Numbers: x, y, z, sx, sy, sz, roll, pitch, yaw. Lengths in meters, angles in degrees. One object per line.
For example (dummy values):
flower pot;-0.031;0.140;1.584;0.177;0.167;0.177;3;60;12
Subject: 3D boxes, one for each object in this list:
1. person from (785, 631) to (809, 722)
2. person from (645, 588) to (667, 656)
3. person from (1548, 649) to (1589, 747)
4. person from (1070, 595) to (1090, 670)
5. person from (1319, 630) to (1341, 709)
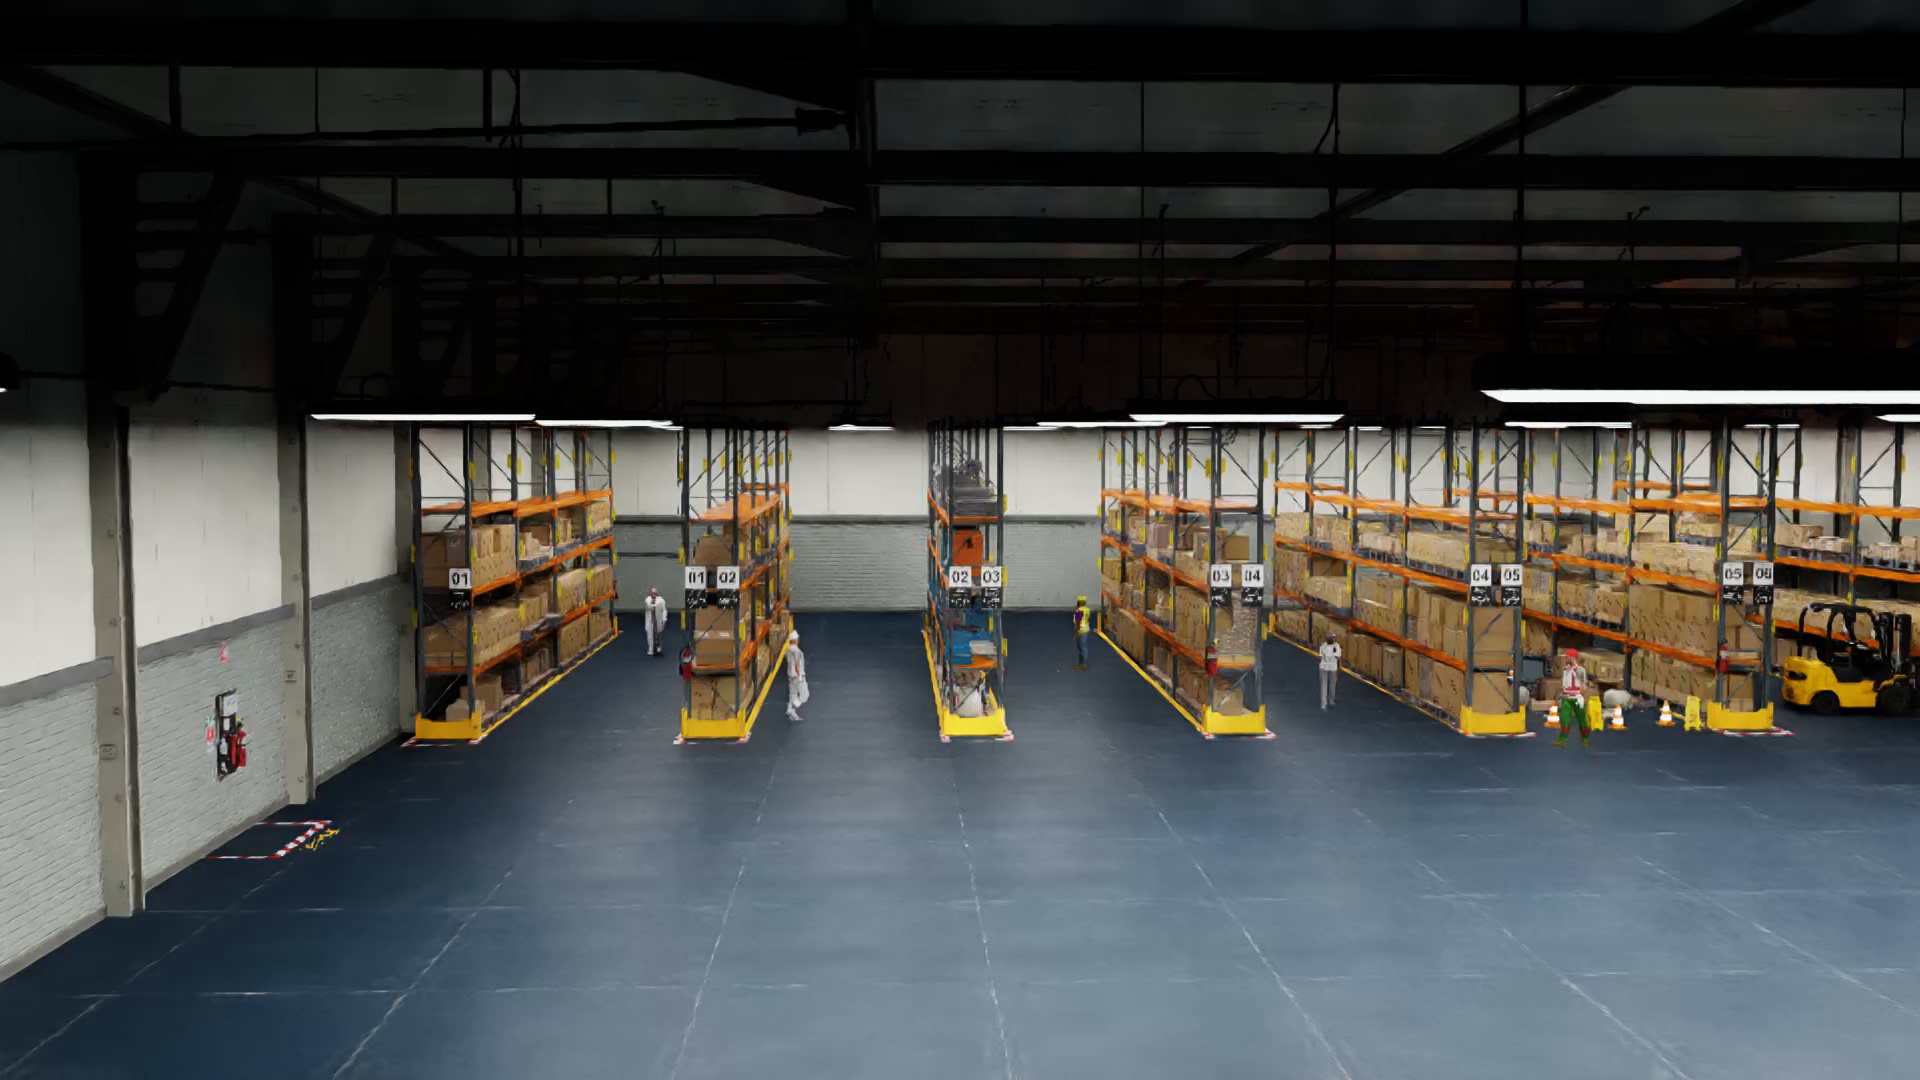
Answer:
person;-3.253;2.692;32.736;0.444;1.786;0.598;-2;4;-29
person;-7.815;2.075;42.649;0.600;1.725;1.111;0;4;-4
person;11.072;2.863;30.190;0.628;1.789;0.675;-1;4;-22
person;2.904;2.213;40.085;0.585;1.763;0.682;2;4;22
person;7.634;2.656;34.316;0.443;1.621;0.993;0;4;7
